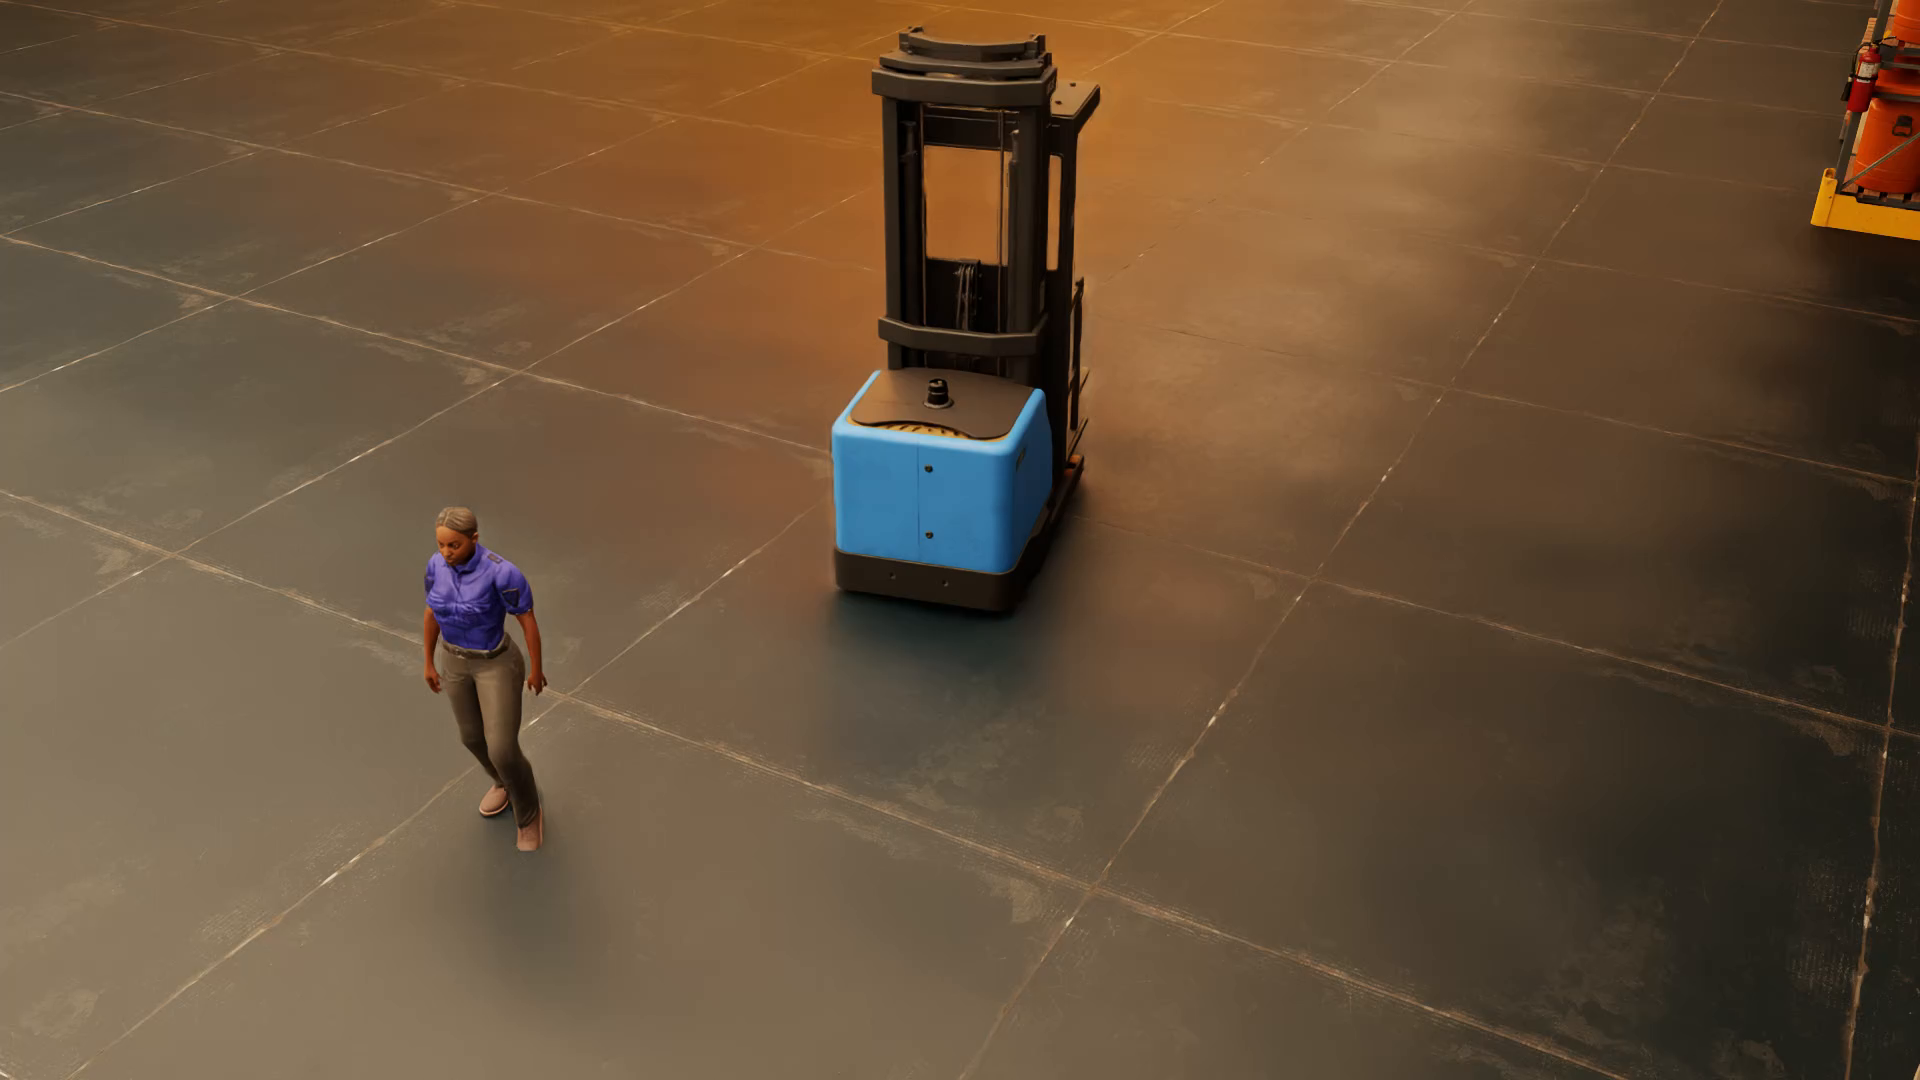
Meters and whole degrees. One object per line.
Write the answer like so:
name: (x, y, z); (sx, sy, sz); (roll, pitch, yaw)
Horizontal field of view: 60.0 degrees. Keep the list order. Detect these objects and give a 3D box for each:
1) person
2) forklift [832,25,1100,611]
person: (-2.128, 0.605, 7.390); (0.552, 1.705, 0.484); (9, 31, 15)
forklift: (0.173, -1.600, 9.842); (1.130, 2.935, 3.031); (8, 31, 13)
